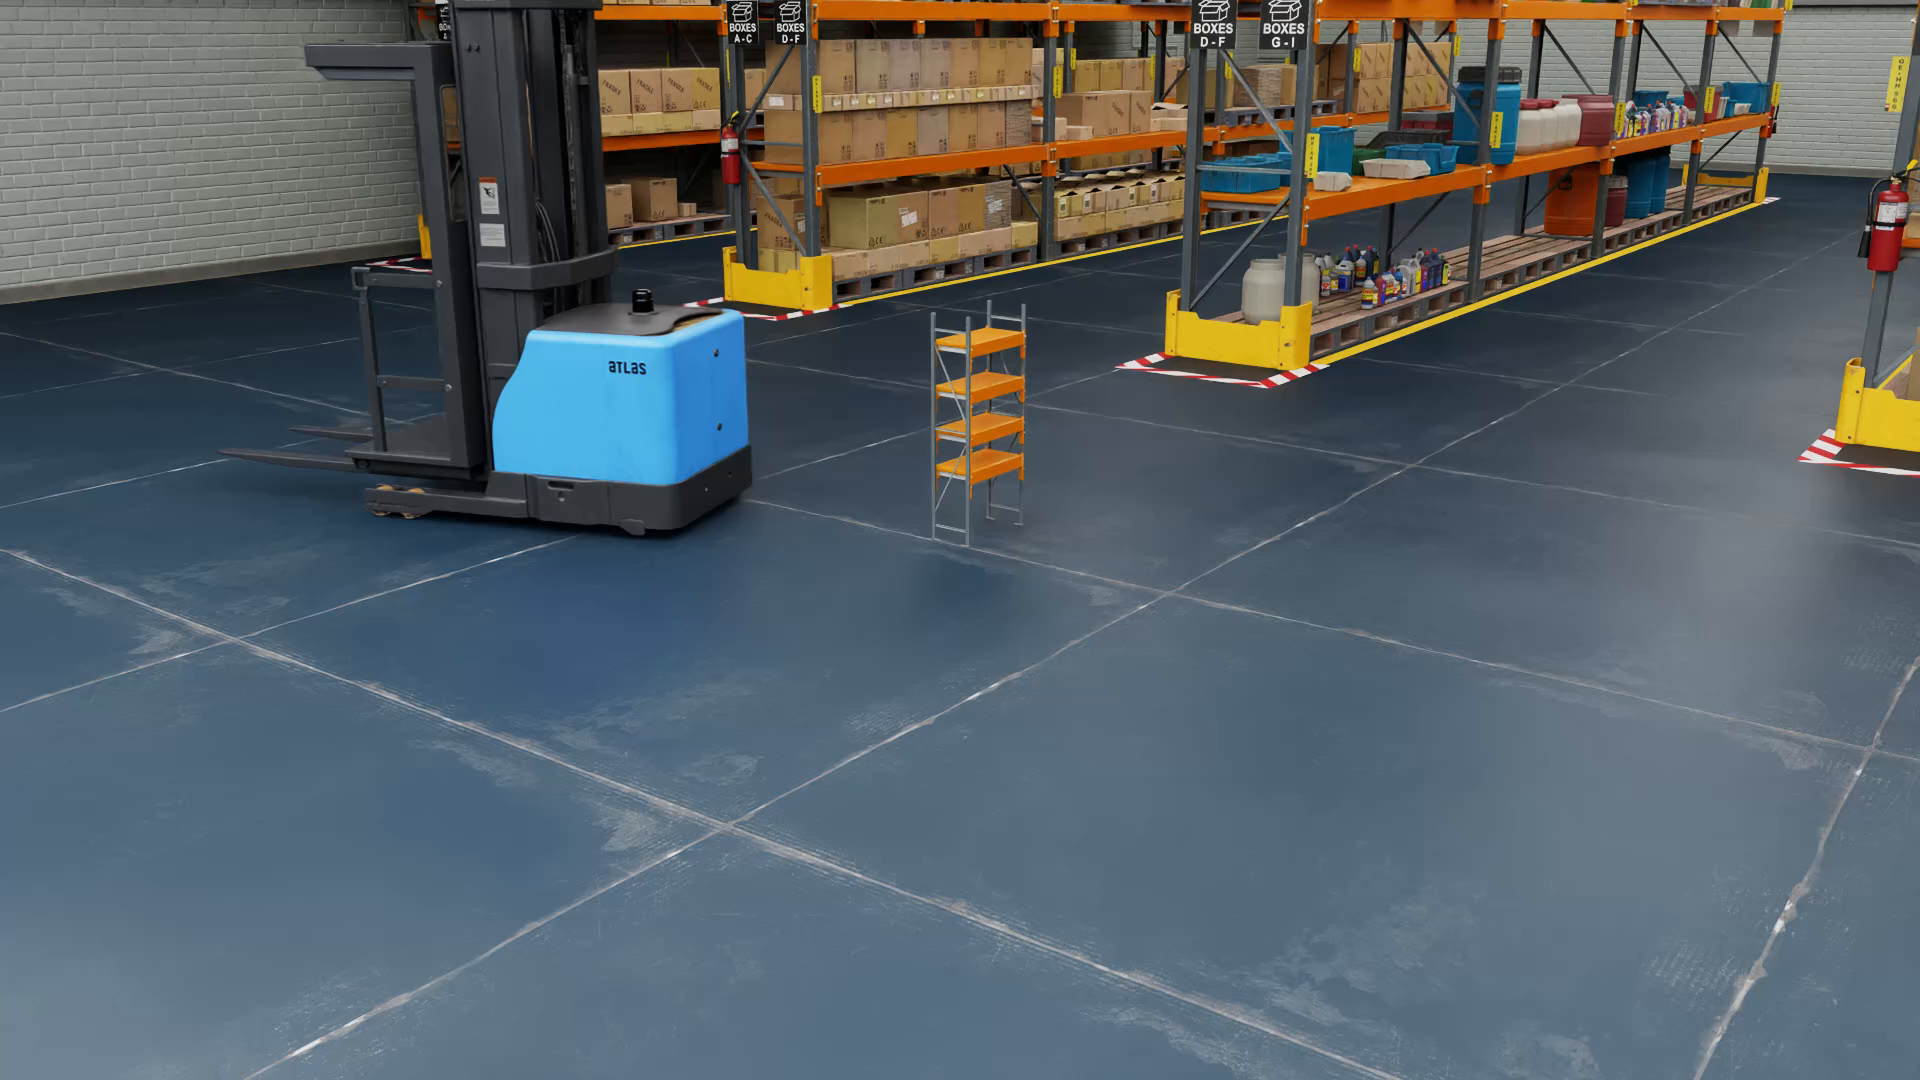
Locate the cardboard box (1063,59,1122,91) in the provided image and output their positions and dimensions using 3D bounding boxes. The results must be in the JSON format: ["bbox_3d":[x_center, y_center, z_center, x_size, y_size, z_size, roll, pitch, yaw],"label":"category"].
[{"bbox_3d":[2.190,-7.920,28.685,0.980,0.700,0.700,12,21,33],"label":"cardboard box"}]

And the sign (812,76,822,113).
[{"bbox_3d":[-1.313,-4.097,15.285,0.100,0.325,0.005,12,21,35],"label":"sign"}]

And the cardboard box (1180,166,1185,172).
[{"bbox_3d":[3.380,-4.931,23.038,0.500,0.500,0.500,13,22,37],"label":"cardboard box"}]

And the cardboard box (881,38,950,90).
[{"bbox_3d":[-0.529,-4.900,17.108,0.700,0.500,0.500,12,21,35],"label":"cardboard box"}]

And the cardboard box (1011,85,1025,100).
[{"bbox_3d":[0.489,-4.894,18.184,0.380,0.149,0.250,12,21,34],"label":"cardboard box"}]

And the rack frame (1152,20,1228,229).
[{"bbox_3d":[3.011,-5.651,21.882,1.000,3.000,0.127,12,21,35],"label":"rack frame"}]

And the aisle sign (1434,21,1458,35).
[{"bbox_3d":[8.064,-8.760,27.510,0.394,0.787,0.004,12,21,35],"label":"aisle sign"}]

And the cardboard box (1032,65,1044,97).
[{"bbox_3d":[1.045,-7.399,26.809,0.500,0.500,0.500,13,21,35],"label":"cardboard box"}]

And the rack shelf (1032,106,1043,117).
[{"bbox_3d":[0.222,-6.658,26.338,1.077,0.370,4.000,12,21,35],"label":"rack shelf"}]

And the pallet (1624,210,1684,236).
[{"bbox_3d":[8.877,-4.219,21.974,1.003,0.211,1.213,12,21,35],"label":"pallet"}]

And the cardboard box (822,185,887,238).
[{"bbox_3d":[-1.091,-3.412,17.336,0.500,0.500,0.500,12,21,35],"label":"cardboard box"}]

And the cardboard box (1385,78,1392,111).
[{"bbox_3d":[6.519,-6.966,25.948,0.500,0.500,0.500,12,21,34],"label":"cardboard box"}]

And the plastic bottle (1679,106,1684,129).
[{"bbox_3d":[9.294,-5.457,21.456,0.061,0.283,0.133,12,21,35],"label":"plastic bottle"}]

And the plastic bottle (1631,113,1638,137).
[{"bbox_3d":[8.034,-4.954,19.834,0.061,0.283,0.133,12,21,35],"label":"plastic bottle"}]

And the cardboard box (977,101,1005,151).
[{"bbox_3d":[0.059,-4.512,18.047,0.700,0.500,0.500,12,21,34],"label":"cardboard box"}]

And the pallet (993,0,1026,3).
[{"bbox_3d":[0.907,-8.592,26.618,0.805,0.209,1.217,11,21,33],"label":"pallet"}]

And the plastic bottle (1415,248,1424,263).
[{"bbox_3d":[4.336,-2.588,15.744,0.144,0.351,0.185,12,21,35],"label":"plastic bottle"}]

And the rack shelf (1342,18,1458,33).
[{"bbox_3d":[6.586,-8.169,26.146,1.077,0.370,4.000,12,21,35],"label":"rack shelf"}]

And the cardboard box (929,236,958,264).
[{"bbox_3d":[-0.362,-3.078,17.526,0.500,0.250,0.500,12,21,35],"label":"cardboard box"}]

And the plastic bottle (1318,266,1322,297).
[{"bbox_3d":[3.221,-2.333,15.038,0.061,0.283,0.133,12,21,35],"label":"plastic bottle"}]

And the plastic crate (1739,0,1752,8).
[{"bbox_3d":[10.722,-7.450,23.064,0.437,0.136,0.530,12,21,35],"label":"plastic crate"}]

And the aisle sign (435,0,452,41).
[{"bbox_3d":[-5.538,-5.791,17.951,0.394,0.787,0.004,12,21,35],"label":"aisle sign"}]

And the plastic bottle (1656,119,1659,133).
[{"bbox_3d":[8.611,-5.154,20.619,0.097,0.201,0.097,0,17,0],"label":"plastic bottle"}]

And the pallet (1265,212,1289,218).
[{"bbox_3d":[4.214,-4.779,23.778,1.003,0.211,1.213,12,21,35],"label":"pallet"}]

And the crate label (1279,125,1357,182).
[{"bbox_3d":[3.100,-3.372,14.485,0.502,0.435,0.616,12,21,35],"label":"crate label"}]

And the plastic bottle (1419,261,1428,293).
[{"bbox_3d":[4.273,-2.438,15.376,0.061,0.283,0.133,14,22,38],"label":"plastic bottle"}]

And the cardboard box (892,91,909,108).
[{"bbox_3d":[-0.735,-4.404,16.606,0.380,0.149,0.250,12,21,33],"label":"cardboard box"}]

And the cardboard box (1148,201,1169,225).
[{"bbox_3d":[2.287,-4.127,20.904,0.500,0.250,0.500,13,21,36],"label":"cardboard box"}]

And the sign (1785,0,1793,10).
[{"bbox_3d":[12.205,-7.969,24.466,0.100,0.325,0.005,12,21,35],"label":"sign"}]

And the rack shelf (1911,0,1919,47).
[{"bbox_3d":[7.390,-3.559,11.302,1.077,0.370,4.000,12,21,35],"label":"rack shelf"}]

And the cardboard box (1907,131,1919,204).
[{"bbox_3d":[6.749,-2.450,10.905,0.875,0.500,0.500,12,21,35],"label":"cardboard box"}]

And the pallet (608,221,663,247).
[{"bbox_3d":[-4.451,-3.783,20.568,1.003,0.211,1.213,12,21,35],"label":"pallet"}]

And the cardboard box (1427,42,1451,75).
[{"bbox_3d":[7.733,-7.927,27.357,0.500,0.500,0.500,12,21,34],"label":"cardboard box"}]

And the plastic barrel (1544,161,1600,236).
[{"bbox_3d":[7.265,-4.058,19.705,0.600,0.830,0.708,12,21,35],"label":"plastic barrel"}]

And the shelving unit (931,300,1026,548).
[{"bbox_3d":[0.099,-0.612,8.693,0.258,1.200,0.503,12,21,35],"label":"shelving unit"}]

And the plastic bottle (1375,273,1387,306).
[{"bbox_3d":[3.700,-2.209,14.639,0.061,0.283,0.133,13,21,36],"label":"plastic bottle"}]

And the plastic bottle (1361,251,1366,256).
[{"bbox_3d":[3.891,-2.651,16.073,0.152,0.276,0.135,13,22,37],"label":"plastic bottle"}]

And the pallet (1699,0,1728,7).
[{"bbox_3d":[8.982,-6.865,21.055,1.213,0.211,1.003,12,21,35],"label":"pallet"}]

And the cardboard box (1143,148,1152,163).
[{"bbox_3d":[3.162,-7.134,30.164,0.700,0.500,0.500,12,21,35],"label":"cardboard box"}]

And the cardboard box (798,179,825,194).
[{"bbox_3d":[-2.324,-5.013,23.303,0.700,0.500,0.500,13,21,35],"label":"cardboard box"}]

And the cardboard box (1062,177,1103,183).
[{"bbox_3d":[1.545,-4.363,20.717,0.500,0.311,0.500,12,21,34],"label":"cardboard box"}]

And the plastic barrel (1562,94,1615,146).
[{"bbox_3d":[6.954,-4.675,18.512,0.600,0.536,0.708,12,21,35],"label":"plastic barrel"}]

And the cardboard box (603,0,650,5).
[{"bbox_3d":[-4.066,-6.641,19.812,0.500,0.500,0.500,11,21,33],"label":"cardboard box"}]

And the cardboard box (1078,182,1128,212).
[{"bbox_3d":[1.684,-4.149,20.030,0.500,0.311,0.500,12,21,33],"label":"cardboard box"}]

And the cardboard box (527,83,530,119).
[{"bbox_3d":[-4.908,-5.092,19.039,0.500,0.500,0.500,12,21,35],"label":"cardboard box"}]

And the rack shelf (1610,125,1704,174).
[{"bbox_3d":[8.179,-4.907,20.701,1.077,0.370,4.000,12,21,35],"label":"rack shelf"}]

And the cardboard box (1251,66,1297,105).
[{"bbox_3d":[4.391,-6.420,23.482,0.700,0.500,0.500,7,19,21],"label":"cardboard box"}]

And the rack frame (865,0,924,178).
[{"bbox_3d":[-0.969,-6.525,24.698,1.000,3.000,0.127,12,21,35],"label":"rack frame"}]

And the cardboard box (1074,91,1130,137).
[{"bbox_3d":[1.711,-5.170,20.167,0.500,0.500,0.500,12,21,35],"label":"cardboard box"}]

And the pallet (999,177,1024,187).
[{"bbox_3d":[0.288,-5.657,26.605,1.003,0.211,1.213,12,21,35],"label":"pallet"}]

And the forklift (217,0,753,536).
[{"bbox_3d":[-2.764,-1.657,9.139,3.031,2.935,1.130,5,18,17],"label":"forklift"}]

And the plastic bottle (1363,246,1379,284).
[{"bbox_3d":[3.905,-2.622,15.855,0.144,0.351,0.185,12,21,35],"label":"plastic bottle"}]
